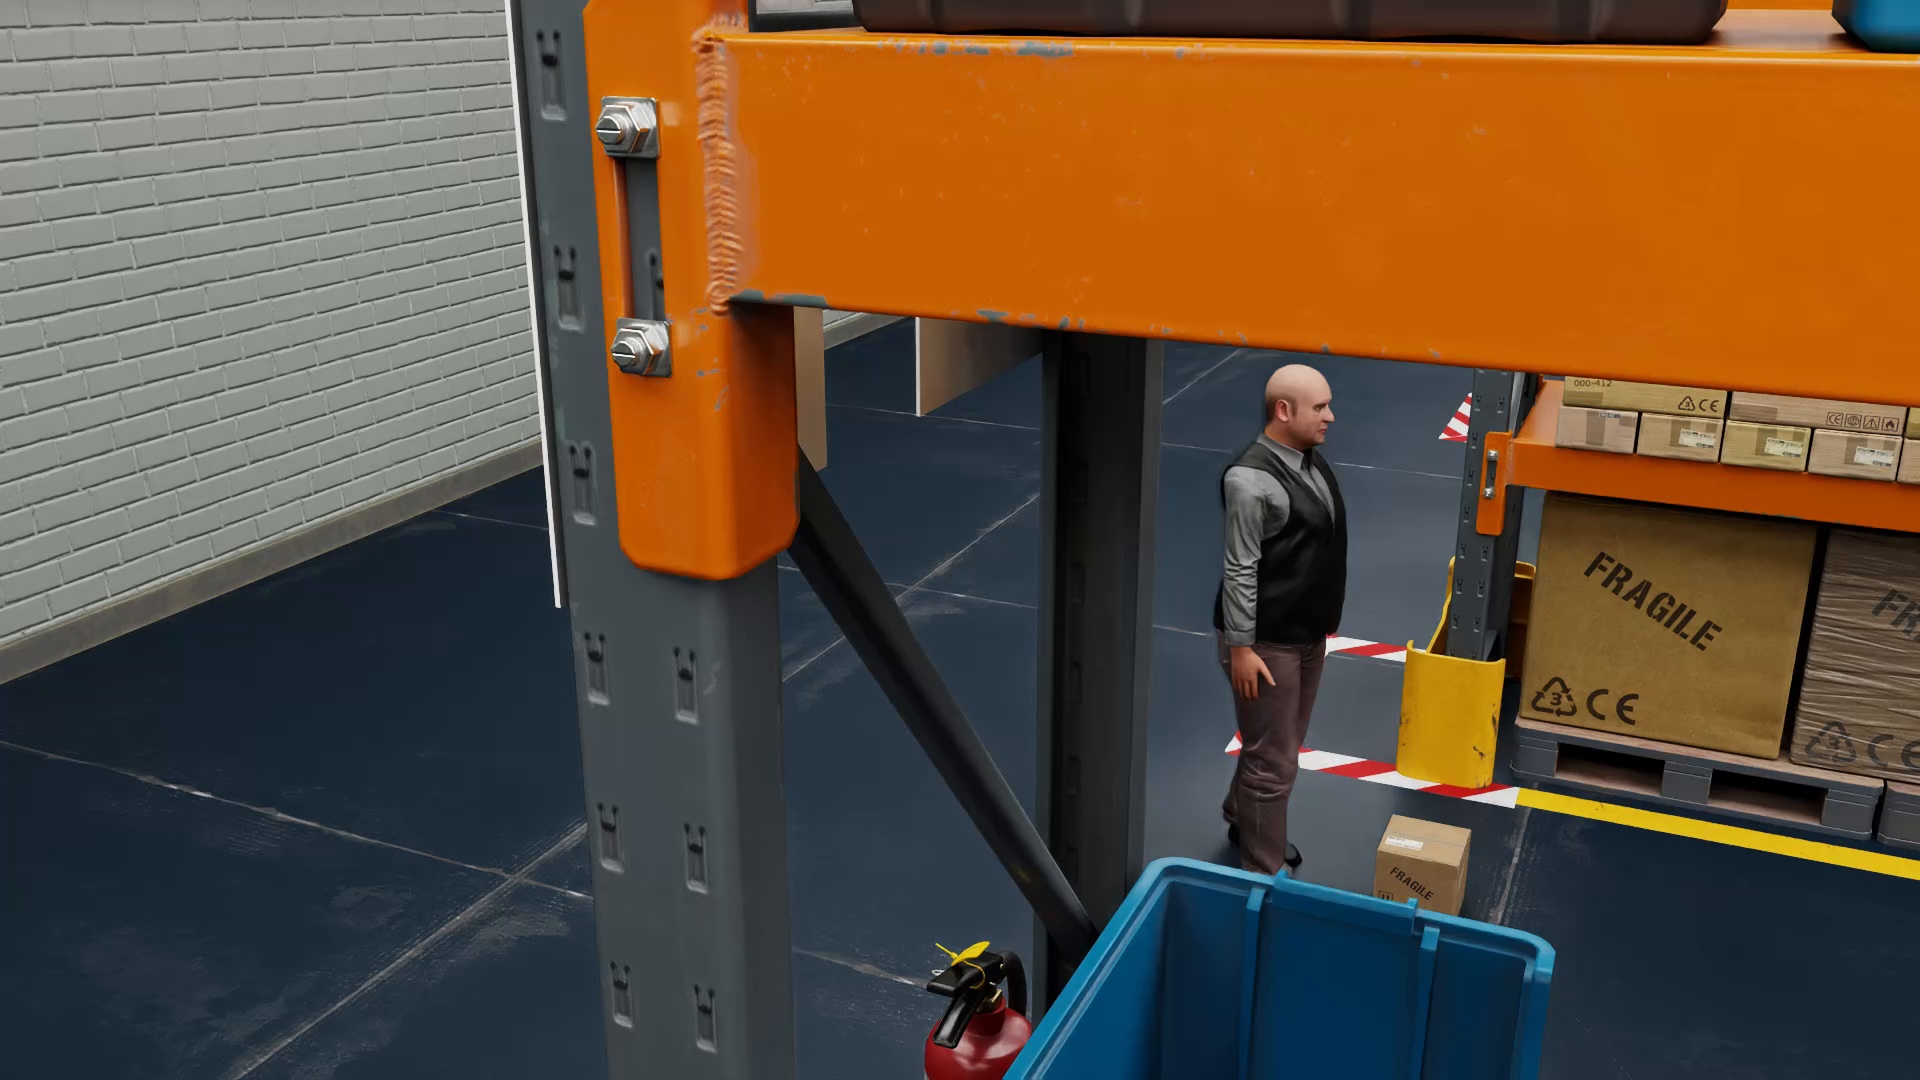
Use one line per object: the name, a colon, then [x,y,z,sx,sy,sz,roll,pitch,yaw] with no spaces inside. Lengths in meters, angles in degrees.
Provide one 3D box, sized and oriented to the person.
person: [1.027,0.312,5.180,0.550,1.725,0.562,13,23,33]
